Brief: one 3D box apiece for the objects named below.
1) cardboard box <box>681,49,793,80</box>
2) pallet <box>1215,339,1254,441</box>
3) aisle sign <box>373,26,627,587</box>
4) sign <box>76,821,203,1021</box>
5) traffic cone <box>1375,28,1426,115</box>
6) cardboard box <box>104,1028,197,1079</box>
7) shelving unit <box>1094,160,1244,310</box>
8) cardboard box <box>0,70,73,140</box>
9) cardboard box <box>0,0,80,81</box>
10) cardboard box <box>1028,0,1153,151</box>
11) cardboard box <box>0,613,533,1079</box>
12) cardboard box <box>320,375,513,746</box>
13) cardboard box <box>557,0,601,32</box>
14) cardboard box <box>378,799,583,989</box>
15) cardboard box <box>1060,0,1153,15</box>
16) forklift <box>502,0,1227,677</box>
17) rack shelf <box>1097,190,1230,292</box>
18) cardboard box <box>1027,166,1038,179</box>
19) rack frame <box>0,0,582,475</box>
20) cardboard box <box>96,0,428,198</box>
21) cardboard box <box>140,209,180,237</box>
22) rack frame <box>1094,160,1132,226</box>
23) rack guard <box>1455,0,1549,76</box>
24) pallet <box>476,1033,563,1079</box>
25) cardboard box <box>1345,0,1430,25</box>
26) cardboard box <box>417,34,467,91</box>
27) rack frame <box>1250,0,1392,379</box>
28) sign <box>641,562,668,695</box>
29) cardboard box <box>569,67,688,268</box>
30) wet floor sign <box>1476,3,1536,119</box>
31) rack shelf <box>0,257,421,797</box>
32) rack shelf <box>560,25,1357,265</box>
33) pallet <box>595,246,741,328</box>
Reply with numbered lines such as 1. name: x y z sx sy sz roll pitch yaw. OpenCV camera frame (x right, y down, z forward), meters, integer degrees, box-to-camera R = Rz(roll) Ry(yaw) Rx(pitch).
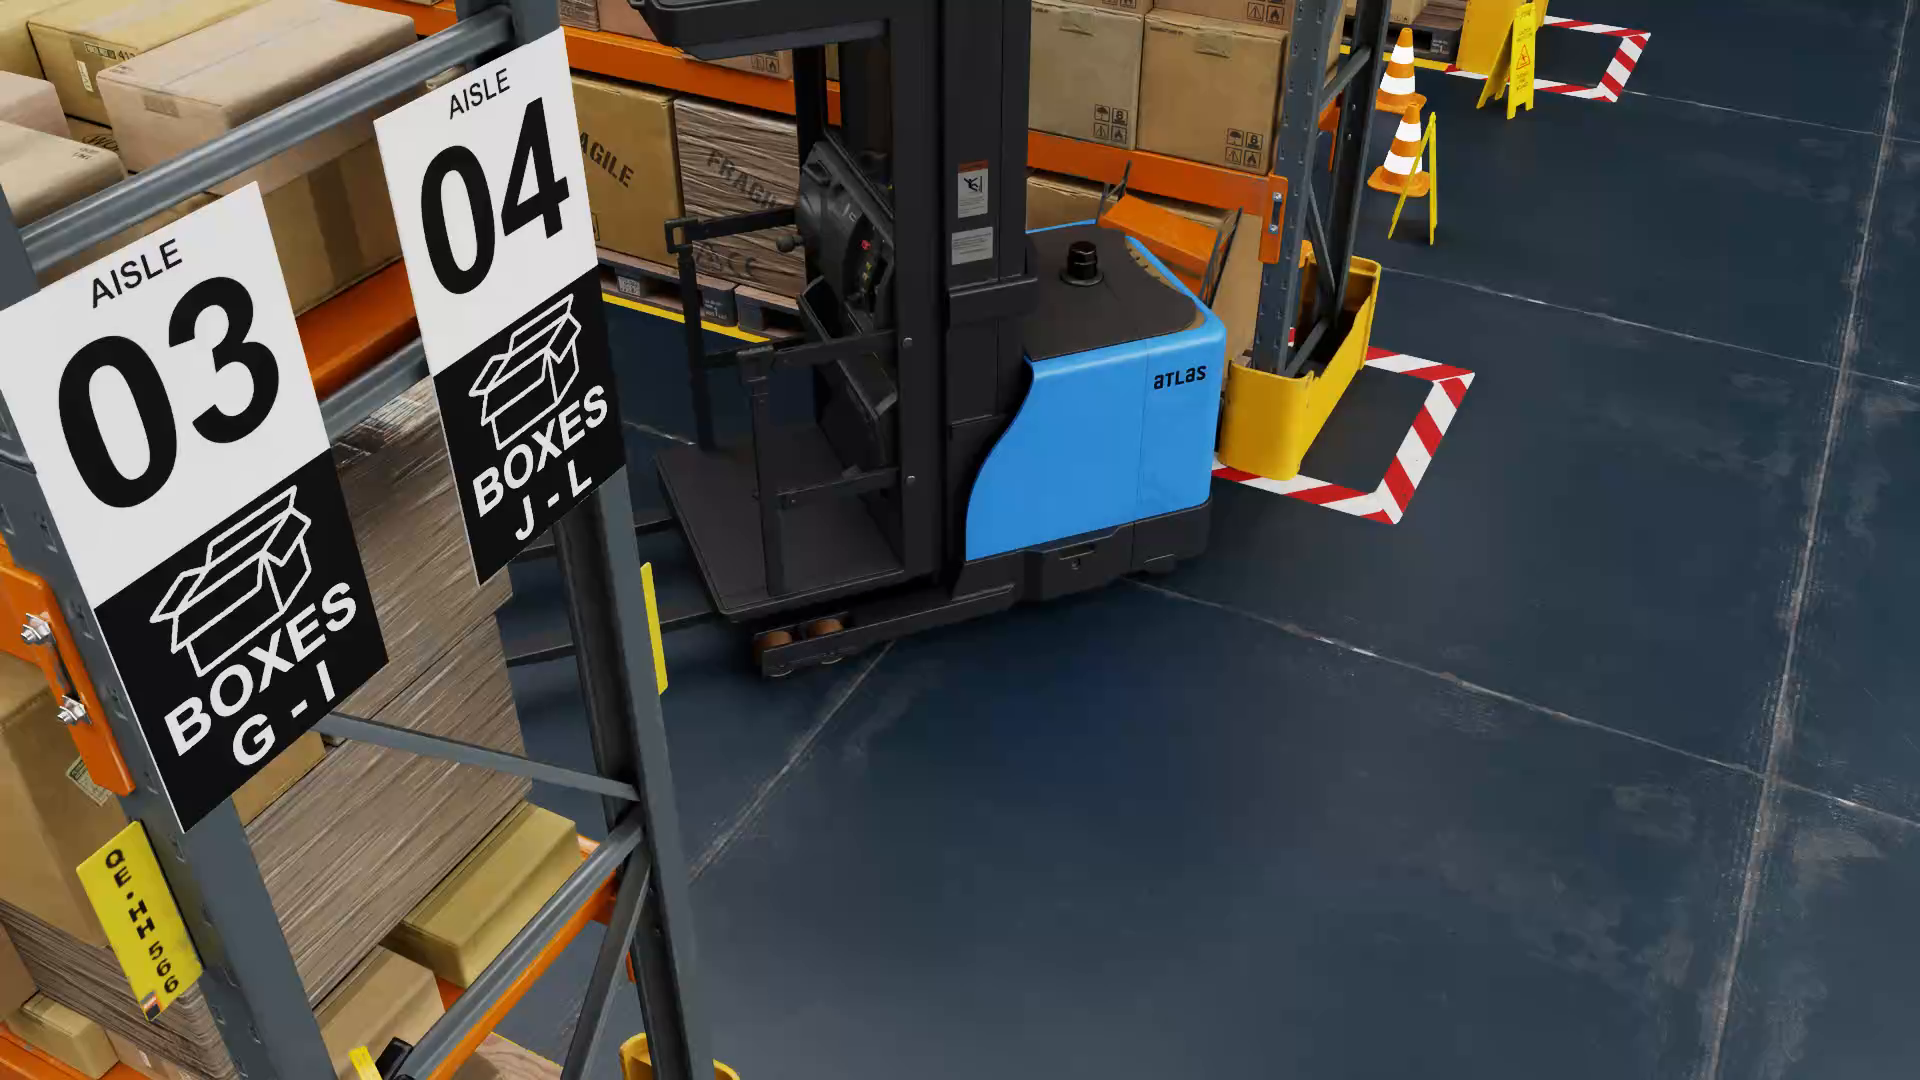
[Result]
1. cardboard box: -0.800 -2.522 7.467 0.550 0.550 0.875 17 41 21
2. pallet: 0.749 -0.870 7.722 1.213 0.211 1.003 17 41 21
3. aisle sign: -0.683 -0.345 2.573 0.004 0.787 0.394 17 41 21
4. sign: -1.149 0.540 2.339 0.005 0.325 0.100 17 41 21
5. traffic cone: 2.706 -2.903 10.191 0.334 0.463 0.336 17 41 21
6. cardboard box: -1.446 0.896 3.296 0.250 0.149 0.380 17 41 21
7. shelving unit: 0.740 -0.907 6.890 0.503 1.200 0.258 26 43 15
8. cardboard box: -1.443 -0.504 2.247 0.250 0.149 0.380 16 40 20
9. cardboard box: -1.481 -0.788 2.621 0.250 0.149 0.380 17 40 21
10. cardboard box: 0.646 -2.080 6.885 0.550 0.550 0.875 17 41 21
11. cardboard box: -1.352 0.509 3.270 0.500 0.500 0.875 17 41 21
12. cardboard box: -1.239 -0.021 3.141 0.500 0.500 0.500 17 41 21
13. cardboard box: -1.724 -2.876 7.934 0.550 0.550 0.875 17 41 21
14. cardboard box: -1.019 0.727 3.519 0.250 0.149 0.380 17 41 21
15. cardboard box: 0.652 -2.518 6.569 0.550 0.550 0.875 17 41 21
16. forklift: -0.586 -1.030 5.683 3.031 2.935 1.130 -13 39 -17
17. rack shelf: 0.805 -1.195 6.631 0.480 0.148 0.258 26 43 15
18. cardboard box: 0.080 -1.518 7.679 0.875 0.875 0.875 17 40 21
19. rack frame: -0.876 -1.555 1.356 0.127 3.000 1.000 17 41 21
20. cardboard box: -1.014 -0.660 2.452 0.250 0.149 0.380 17 40 21
21. cardboard box: -1.421 -0.298 2.305 0.500 0.250 0.500 18 41 23
22. rack frame: 0.528 -1.011 6.953 0.015 1.200 0.240 26 43 15
23. rack guard: 3.614 -3.511 10.963 0.348 0.500 1.175 17 41 21
24. pallet: -1.649 1.679 4.363 1.213 0.211 1.003 17 41 21
25. cardboard box: 2.819 -3.645 10.998 0.500 0.250 0.500 17 40 21
26. cardboard box: -2.650 -2.308 8.823 0.750 0.750 1.050 17 40 21
27. rack frame: 1.495 -1.800 6.641 0.127 3.000 1.000 17 41 21
28. sign: -0.627 0.198 3.292 0.005 0.325 0.100 17 41 21
29. cardboard box: -1.531 -2.021 8.342 0.875 0.875 0.875 18 41 22
30. wet floor sign: 3.358 -2.921 10.064 0.267 0.644 0.232 -29 46 -33
31. rack shelf: -2.652 -0.630 3.213 4.000 0.370 1.077 17 41 21
32. rack shelf: -0.281 -2.070 7.591 4.000 0.370 1.077 17 41 21
33. pallet: -1.418 -1.548 8.615 1.213 0.211 1.003 17 41 21
